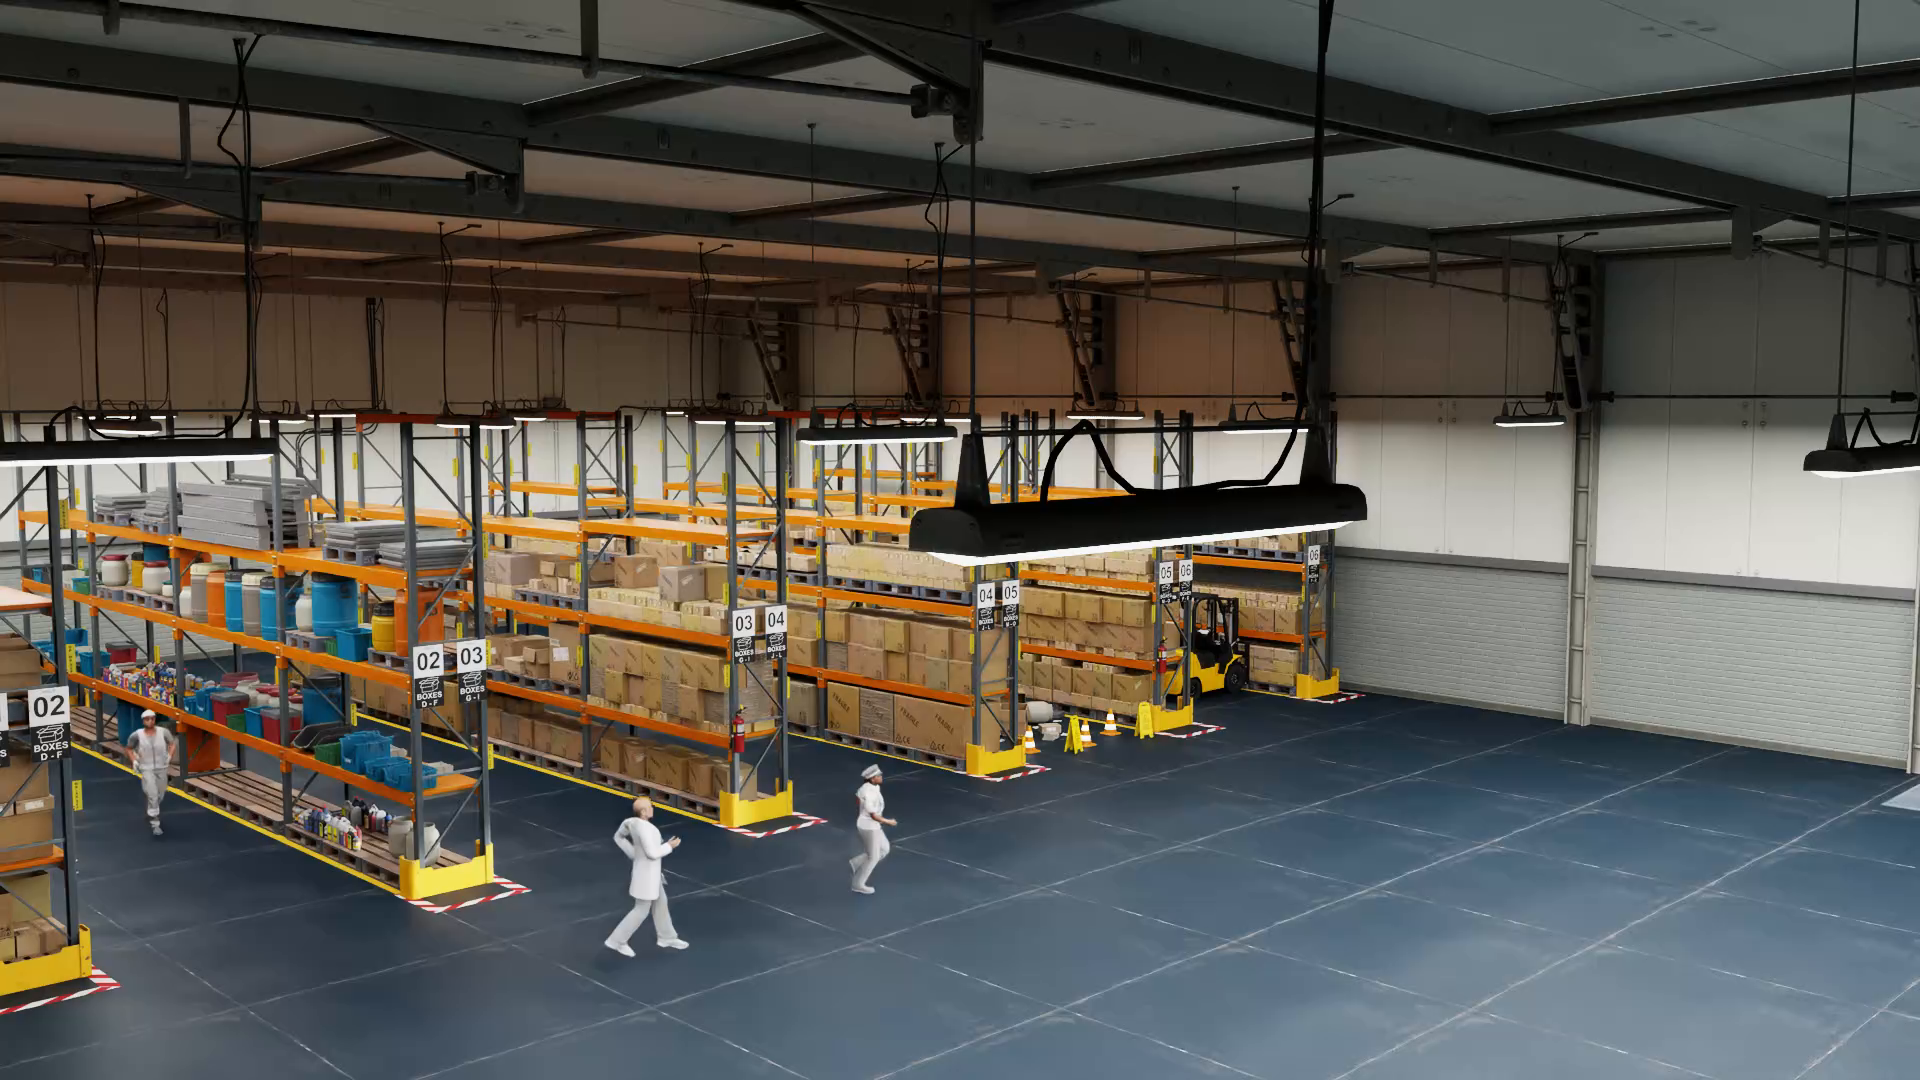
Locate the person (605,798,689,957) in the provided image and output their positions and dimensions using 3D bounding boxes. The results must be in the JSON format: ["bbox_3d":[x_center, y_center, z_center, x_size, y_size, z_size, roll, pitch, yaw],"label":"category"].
[{"bbox_3d":[-3.525,3.783,18.693,0.970,1.791,0.698,-2,5,-21],"label":"person"}]

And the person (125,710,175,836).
[{"bbox_3d":[-11.726,3.332,24.141,0.648,1.787,0.867,-4,6,-38],"label":"person"}]

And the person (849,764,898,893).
[{"bbox_3d":[-1.107,3.666,21.249,0.618,1.659,0.596,-1,5,-6],"label":"person"}]
